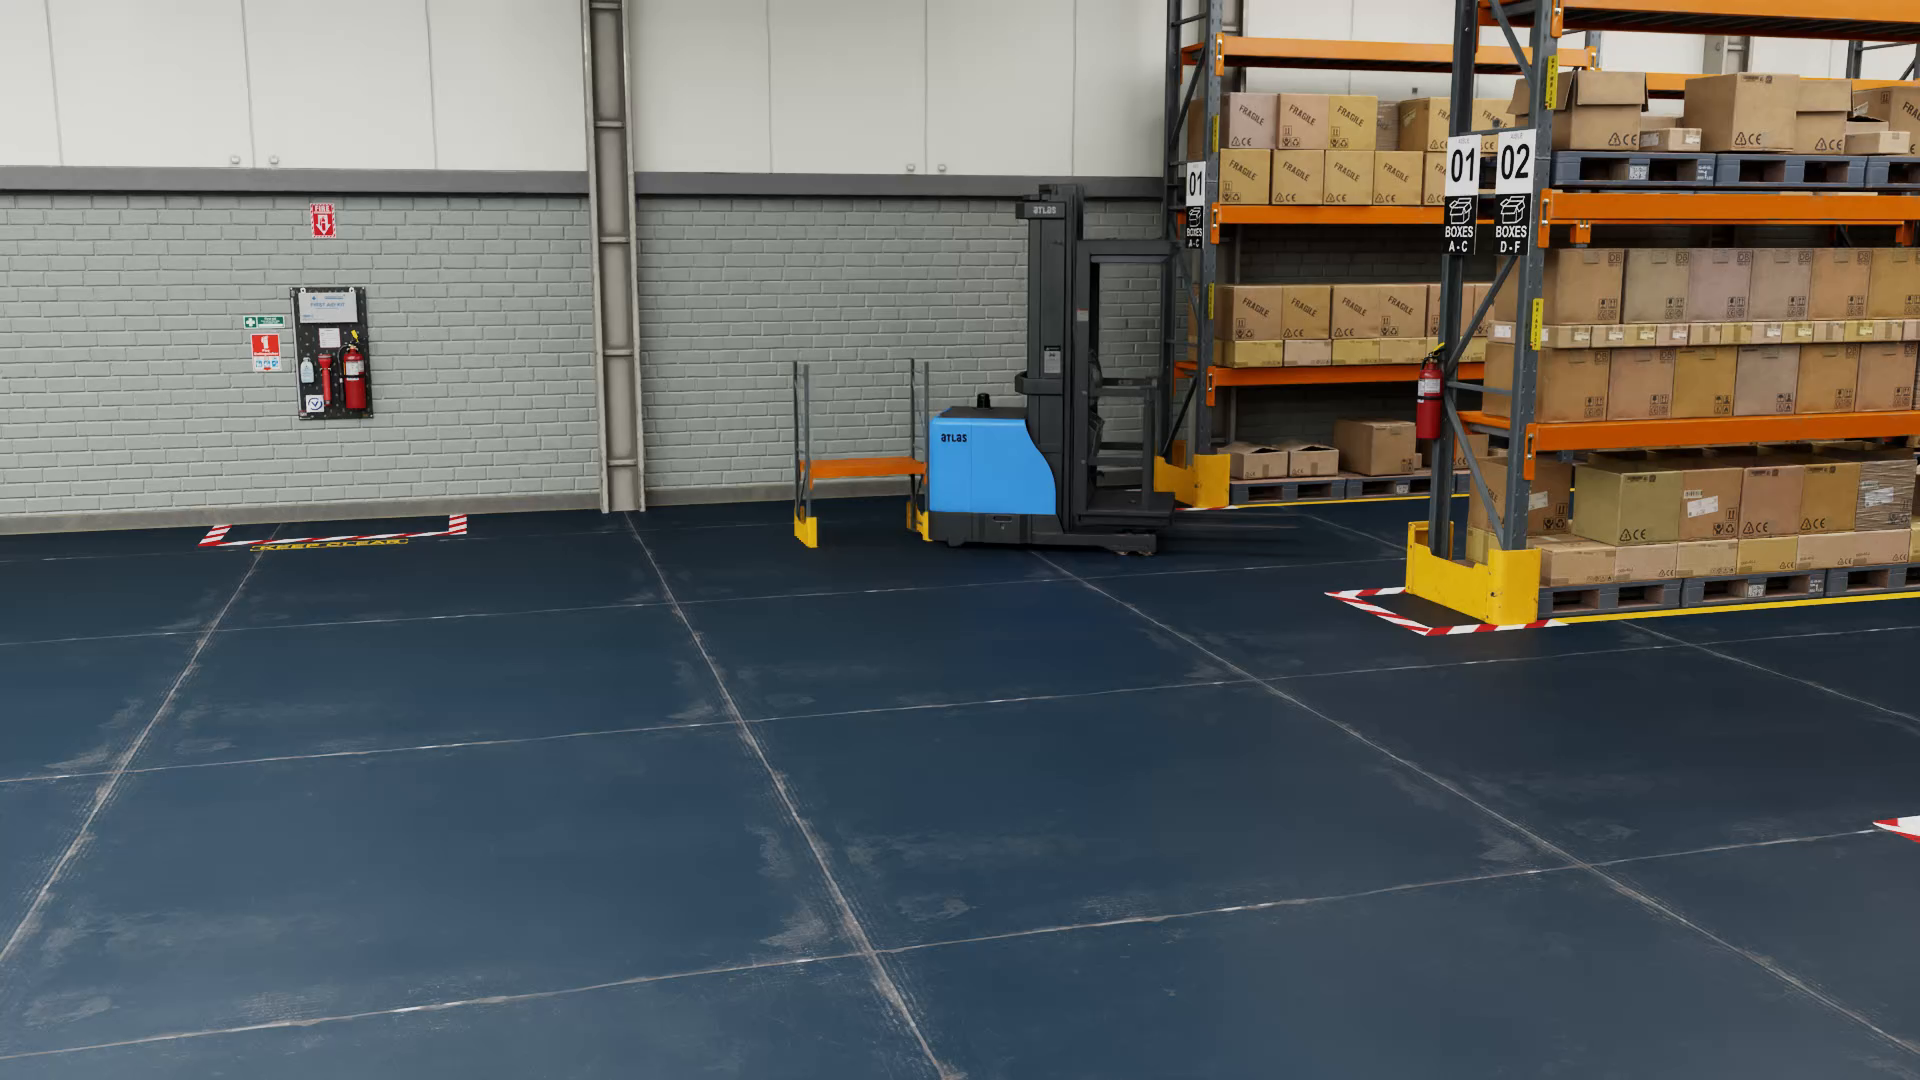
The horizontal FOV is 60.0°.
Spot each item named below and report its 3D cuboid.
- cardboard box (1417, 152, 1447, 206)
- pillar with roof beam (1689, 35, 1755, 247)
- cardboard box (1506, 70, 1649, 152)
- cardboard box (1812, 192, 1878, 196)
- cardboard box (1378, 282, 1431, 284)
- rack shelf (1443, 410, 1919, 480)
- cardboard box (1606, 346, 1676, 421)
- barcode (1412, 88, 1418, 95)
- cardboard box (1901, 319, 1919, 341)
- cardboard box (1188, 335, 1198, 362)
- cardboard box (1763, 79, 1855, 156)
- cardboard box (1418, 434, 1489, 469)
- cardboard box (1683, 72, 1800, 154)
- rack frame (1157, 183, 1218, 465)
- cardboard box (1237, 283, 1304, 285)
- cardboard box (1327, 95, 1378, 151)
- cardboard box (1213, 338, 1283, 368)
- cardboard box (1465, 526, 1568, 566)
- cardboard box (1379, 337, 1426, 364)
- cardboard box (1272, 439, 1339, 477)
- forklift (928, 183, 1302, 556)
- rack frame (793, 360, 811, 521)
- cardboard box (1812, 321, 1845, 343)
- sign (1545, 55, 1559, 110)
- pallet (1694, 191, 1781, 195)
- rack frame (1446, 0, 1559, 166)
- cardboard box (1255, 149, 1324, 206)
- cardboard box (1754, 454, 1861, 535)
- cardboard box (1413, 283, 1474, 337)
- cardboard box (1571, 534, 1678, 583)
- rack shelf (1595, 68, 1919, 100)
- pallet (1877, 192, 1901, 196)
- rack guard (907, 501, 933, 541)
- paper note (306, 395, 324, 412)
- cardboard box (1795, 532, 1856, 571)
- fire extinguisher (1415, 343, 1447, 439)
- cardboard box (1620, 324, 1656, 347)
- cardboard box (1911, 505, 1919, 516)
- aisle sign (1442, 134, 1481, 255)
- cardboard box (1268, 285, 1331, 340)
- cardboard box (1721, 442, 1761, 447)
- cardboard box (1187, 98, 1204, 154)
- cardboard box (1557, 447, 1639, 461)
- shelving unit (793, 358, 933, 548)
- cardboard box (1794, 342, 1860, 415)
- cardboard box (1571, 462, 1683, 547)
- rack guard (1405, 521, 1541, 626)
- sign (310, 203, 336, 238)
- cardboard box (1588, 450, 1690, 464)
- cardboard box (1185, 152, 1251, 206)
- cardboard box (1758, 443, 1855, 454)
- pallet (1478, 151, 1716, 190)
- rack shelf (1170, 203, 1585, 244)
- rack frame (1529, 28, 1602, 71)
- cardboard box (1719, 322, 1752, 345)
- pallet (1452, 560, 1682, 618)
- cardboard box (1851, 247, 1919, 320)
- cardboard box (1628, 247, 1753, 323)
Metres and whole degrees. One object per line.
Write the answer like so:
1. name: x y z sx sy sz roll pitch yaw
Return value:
1. cardboard box: 4.582 -3.490 16.100 0.500 0.500 0.500 -3 11 -18
2. pillar with roof beam: 9.563 -4.571 14.021 0.400 9.000 9.100 -3 11 -16
3. cardboard box: 4.109 -2.848 11.116 0.637 0.503 0.797 -2 11 -12
4. cardboard box: 9.234 -3.642 17.451 0.500 0.311 0.500 -3 11 -16
5. cardboard box: 4.521 -2.349 16.812 0.500 0.500 0.500 -3 11 -14
6. rack shelf: 5.477 -0.766 11.909 4.000 0.370 1.077 -3 11 -16
7. cardboard box: 4.511 -1.116 11.550 0.500 0.500 0.700 -3 11 -14
8. barcode: 4.554 -4.496 16.650 0.075 0.075 0.001 -3 11 -16
9. cardboard box: 6.707 -1.512 11.908 0.250 0.149 0.380 -3 11 -18
10. cardboard box: 2.563 -1.873 16.294 0.500 0.250 0.500 -3 11 -15
11. cardboard box: 5.781 -2.961 11.728 0.637 0.503 0.797 -2 11 -10
12. cardboard box: 5.023 -1.009 16.933 0.500 0.500 0.500 -4 11 -20
13. cardboard box: 5.227 -2.855 11.161 0.500 0.500 0.500 -3 11 -16
14. rack frame: 2.168 -1.879 15.971 0.127 3.000 1.000 -3 11 -16
15. cardboard box: 3.047 -2.269 16.374 0.500 0.500 0.500 -3 11 -15
16. cardboard box: 3.591 -3.927 15.716 0.500 0.500 0.500 -3 11 -14
17. cardboard box: 2.726 -1.785 15.817 0.500 0.250 0.500 -3 11 -18
18. cardboard box: 3.989 0.049 11.931 0.500 0.250 0.500 -3 11 -16
19. cardboard box: 4.197 -1.864 16.244 0.500 0.250 0.500 -3 11 -15
20. cardboard box: 3.405 -0.822 16.436 0.500 0.311 0.500 -2 11 -11
21. forklift: 1.300 -1.420 13.663 3.031 2.935 1.130 2 11 9
22. rack frame: -1.316 -0.727 13.851 0.032 1.500 0.500 -3 11 -17
23. cardboard box: 5.976 -1.474 11.701 0.250 0.149 0.380 -3 11 -14
24. sign: 3.706 -2.866 10.410 0.005 0.325 0.100 -3 11 -16
25. pallet: 7.626 -3.530 17.173 1.003 0.211 1.213 -3 11 -16
26. rack frame: 3.556 -3.969 10.751 0.127 3.000 1.000 -3 11 -16
27. cardboard box: 3.085 -3.408 15.658 0.500 0.500 0.500 -2 11 -12
28. cardboard box: 6.050 -0.333 11.935 0.500 0.500 0.500 -3 11 -16
29. cardboard box: 4.677 -2.259 16.321 0.500 0.500 0.500 -3 11 -18
30. cardboard box: 4.613 0.113 11.583 0.500 0.250 0.500 -3 11 -16
31. rack shelf: 7.929 -4.583 17.178 4.000 0.370 1.077 -3 11 -16
32. pallet: 10.453 -3.708 18.142 1.003 0.211 1.213 -2 11 -13
33. rack guard: -0.344 -0.165 14.253 0.087 0.250 0.587 -3 11 -17
34. paper note: -5.735 -1.213 14.783 0.142 0.148 0.016 -3 11 -16
35. cardboard box: 6.054 0.038 11.991 0.500 0.250 0.500 -3 11 -16
36. fire extinguisher: 3.313 -1.055 11.707 0.183 0.674 0.296 -3 11 -16
37. cardboard box: 4.486 -1.395 11.273 0.250 0.149 0.380 -3 11 -16
38. cardboard box: 7.714 -0.147 12.992 0.500 0.250 0.500 -3 11 -16
39. aisle sign: 3.411 -2.345 11.318 0.004 0.787 0.394 -3 11 -16
40. cardboard box: 3.188 -2.179 15.888 0.500 0.500 0.500 -3 11 -16
41. cardboard box: 8.176 -1.190 17.914 0.500 0.500 0.700 -3 11 -16
42. cardboard box: 2.509 -3.973 15.963 0.500 0.500 0.500 -3 11 -13
43. cardboard box: 6.711 -1.109 17.475 0.500 0.500 0.700 -3 11 -14
44. shelving unit: -0.820 -0.754 13.998 1.083 1.500 0.587 -3 11 -17
45. cardboard box: 5.985 -1.194 11.971 0.500 0.500 0.700 -3 11 -15
46. cardboard box: 4.613 -0.256 11.514 0.500 0.500 0.500 -3 11 -16
47. rack guard: 3.533 0.212 11.514 0.348 0.500 1.175 -3 11 -16
48. sign: -5.581 -2.800 14.569 0.199 0.298 0.001 -3 11 -16
49. cardboard box: 4.944 -0.374 12.154 0.500 0.500 0.500 -3 11 -16
50. cardboard box: 2.498 -3.479 16.042 0.500 0.500 0.500 -2 11 -12
51. cardboard box: 6.386 -0.448 12.560 0.500 0.500 0.500 -3 11 -16
52. pallet: 4.243 -2.481 11.200 1.213 0.211 1.003 -3 11 -16
53. rack shelf: 4.089 -3.102 16.314 4.000 0.370 1.077 -3 11 -16
54. rack frame: 6.009 -5.032 16.527 0.127 3.000 1.000 -3 11 -16
55. cardboard box: 5.229 -1.435 11.487 0.250 0.149 0.380 -3 11 -17
56. pallet: 4.279 0.307 11.796 1.213 0.211 1.003 -3 11 -16
57. cardboard box: 6.488 -1.859 11.999 0.500 0.500 0.700 -3 11 -16
58. cardboard box: 5.046 -1.783 11.587 0.500 0.500 0.700 -3 11 -16
